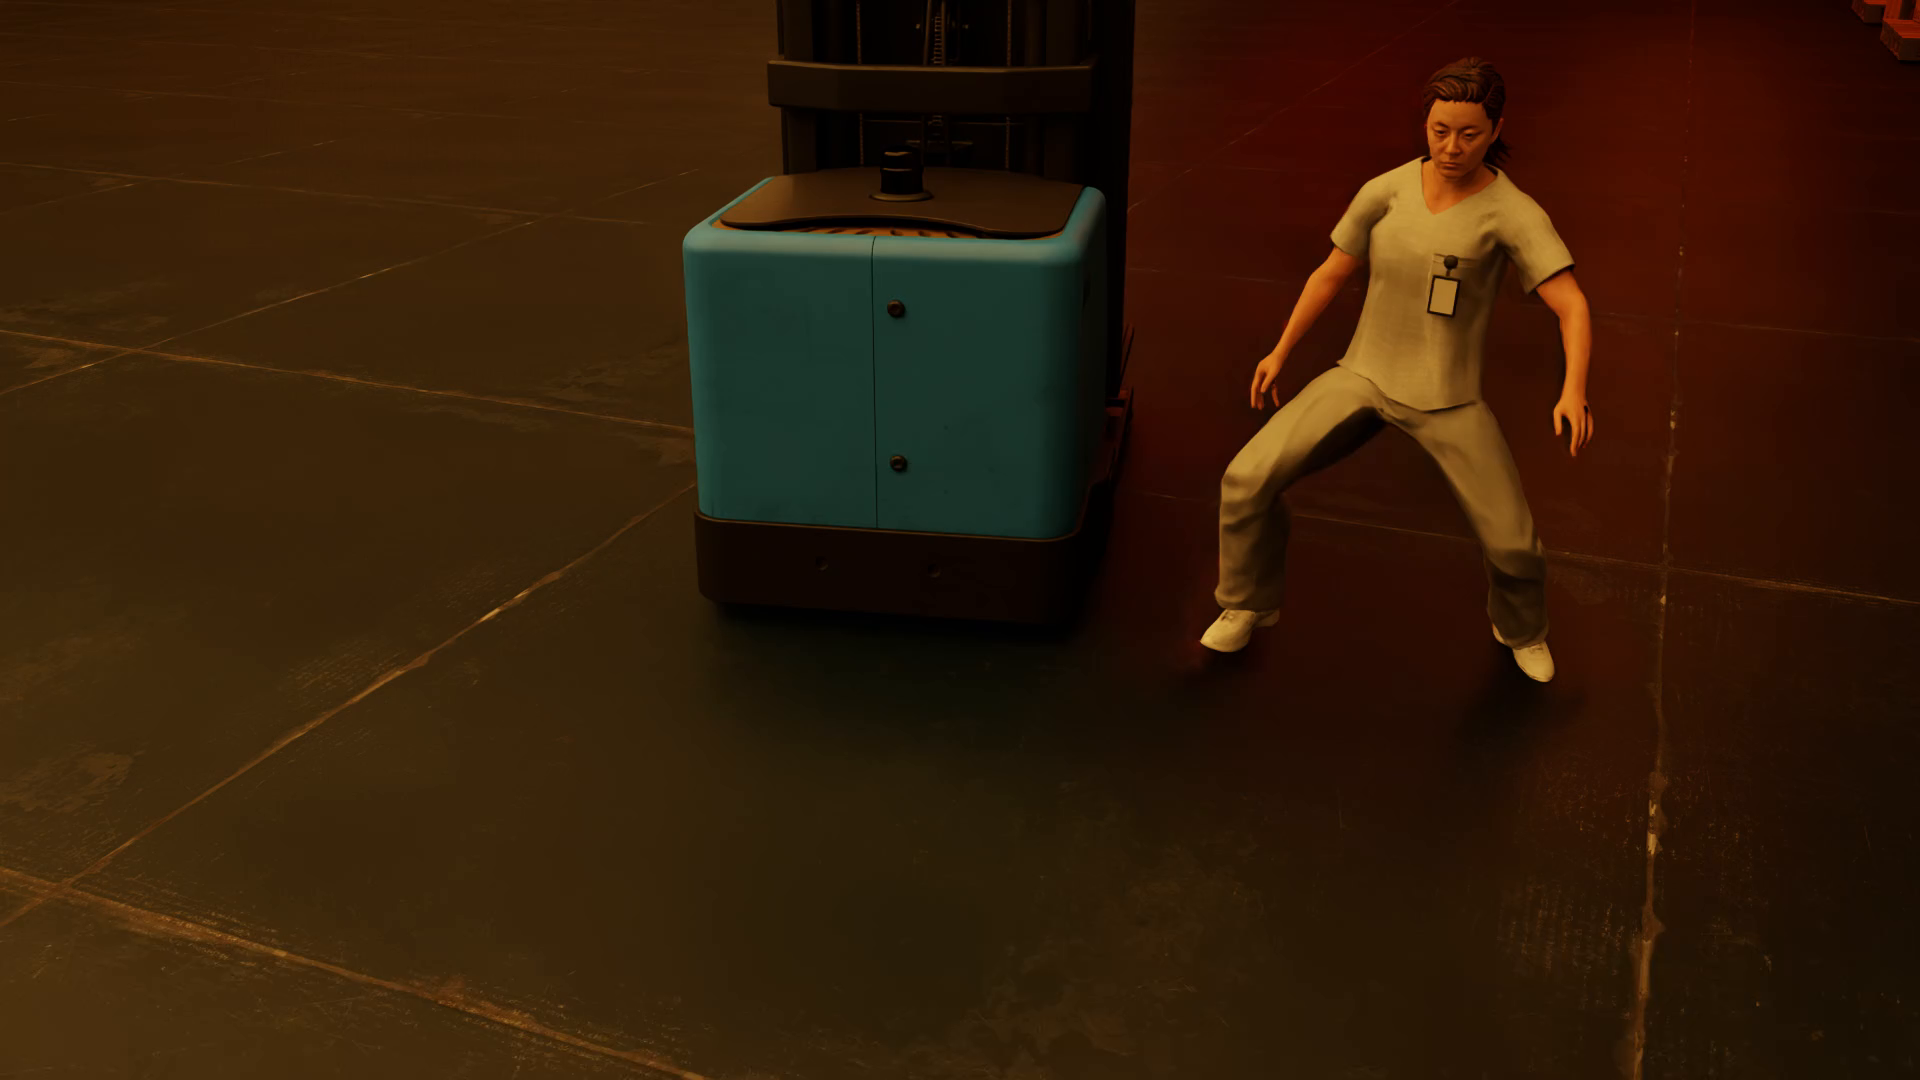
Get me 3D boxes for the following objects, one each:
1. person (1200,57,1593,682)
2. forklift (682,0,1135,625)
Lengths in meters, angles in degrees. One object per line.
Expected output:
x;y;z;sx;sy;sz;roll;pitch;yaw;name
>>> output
1.140;-0.371;4.043;0.875;1.550;0.708;15;27;31;person
0.024;-1.665;5.277;1.130;2.935;3.031;4;23;8;forklift
